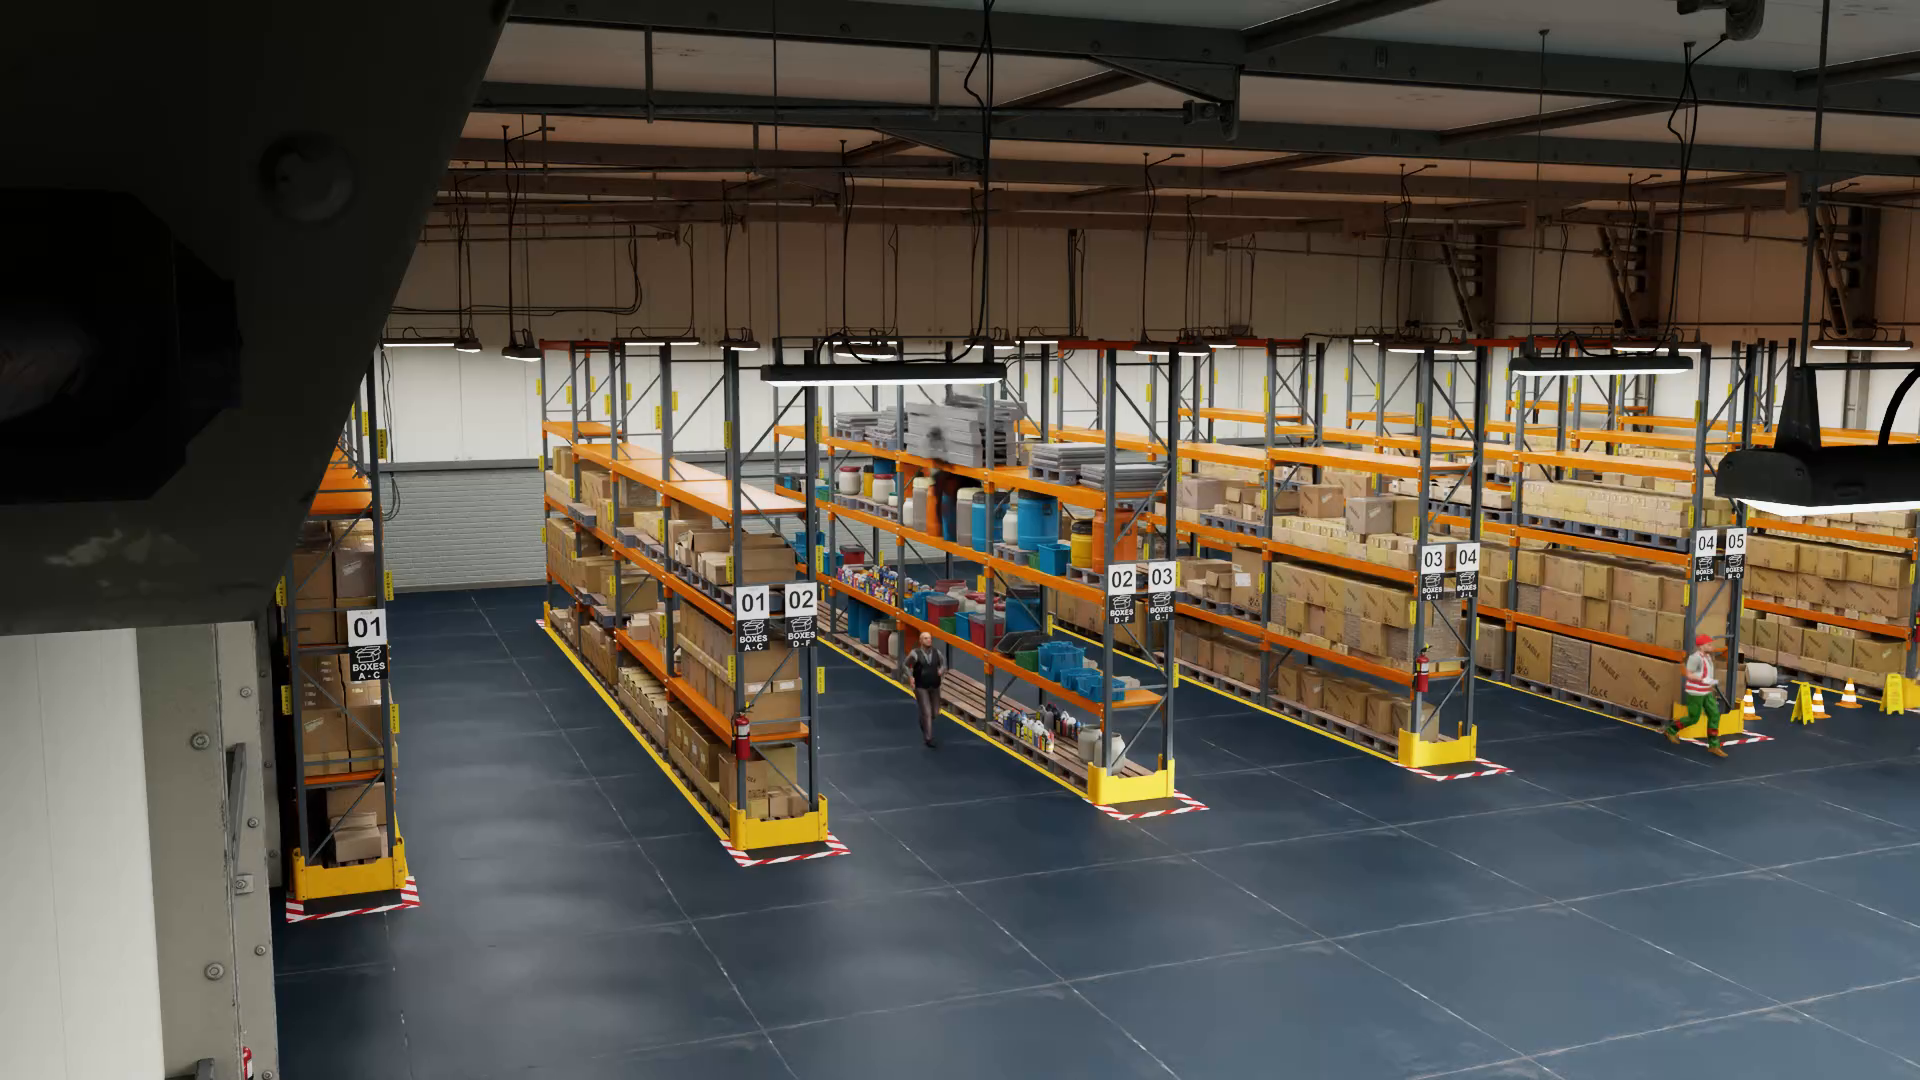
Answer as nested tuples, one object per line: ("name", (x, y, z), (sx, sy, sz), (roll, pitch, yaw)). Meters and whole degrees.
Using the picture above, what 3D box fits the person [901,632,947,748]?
("person", (-0.506, 2.233, 25.066), (0.668, 1.698, 0.864), (-3, 8, -22))

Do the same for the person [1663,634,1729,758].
("person", (10.883, 2.265, 24.536), (0.694, 1.788, 0.947), (-7, 10, -41))
